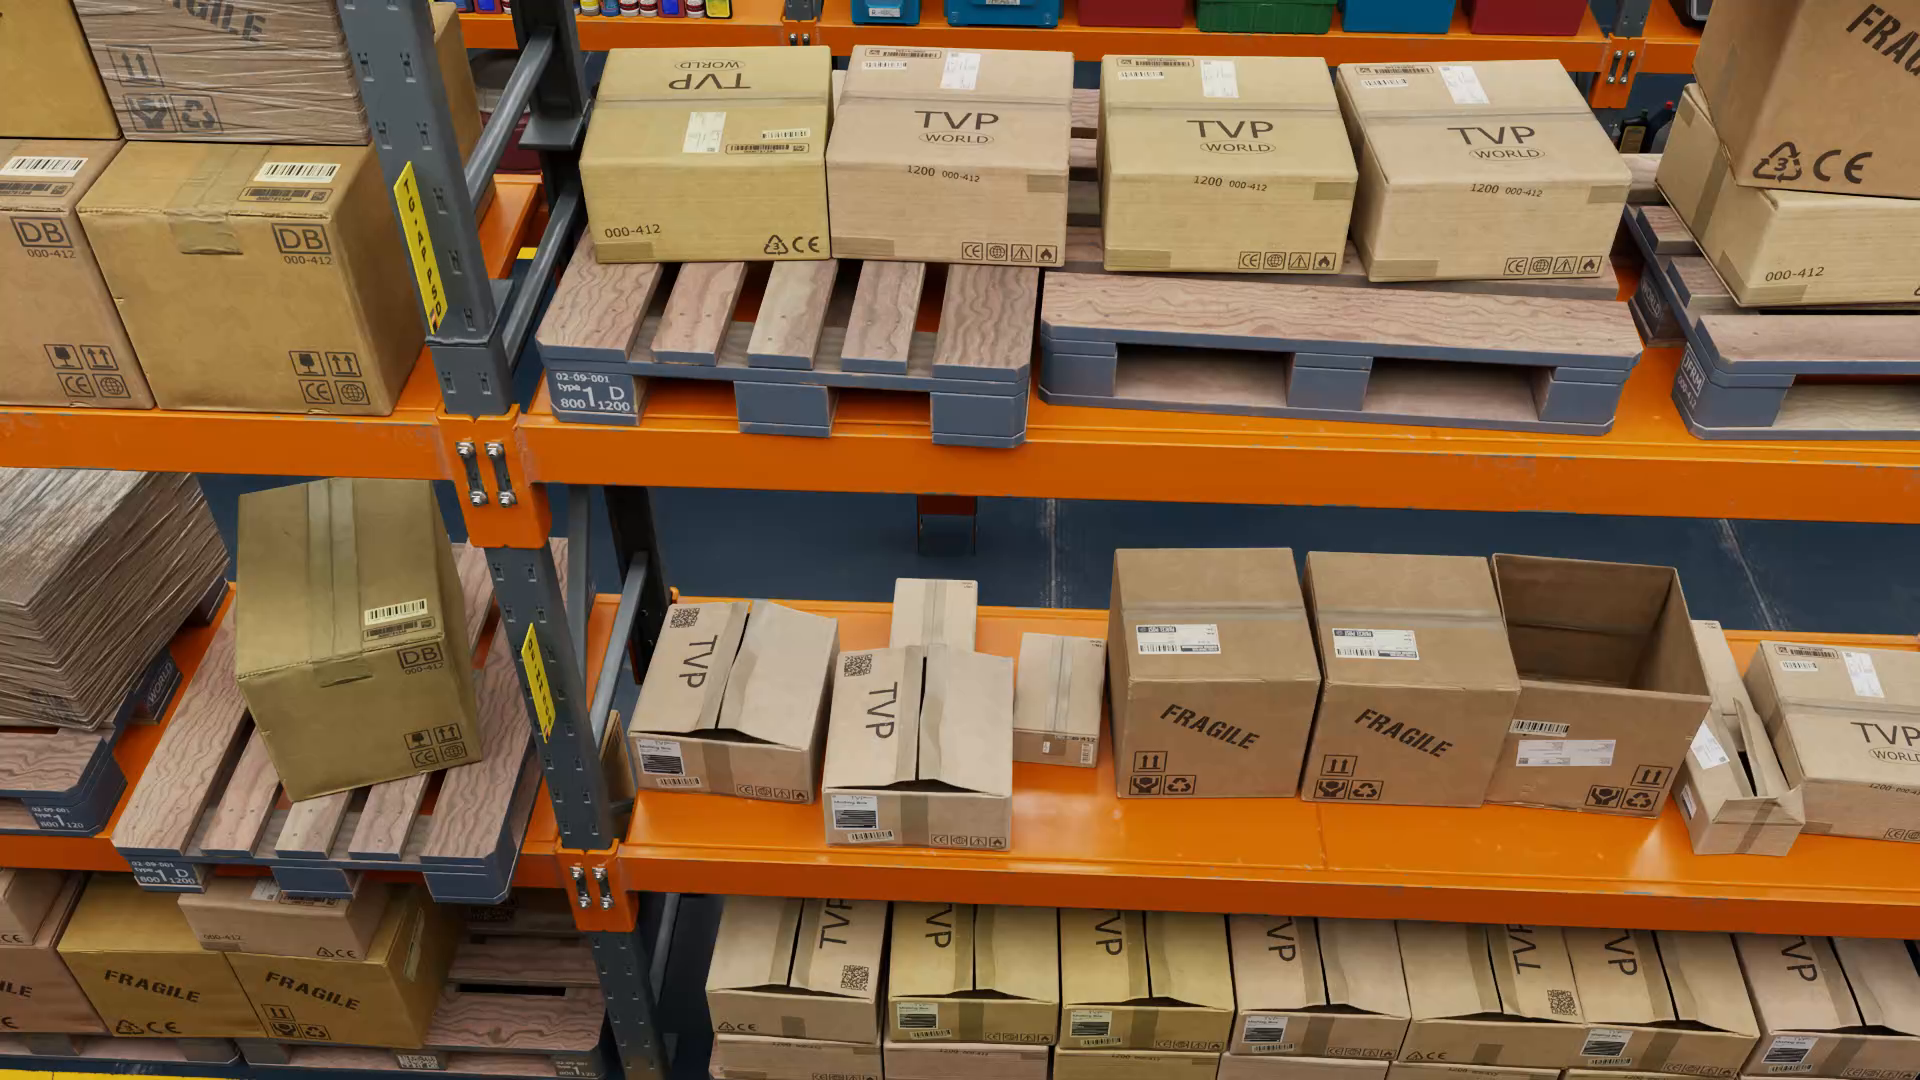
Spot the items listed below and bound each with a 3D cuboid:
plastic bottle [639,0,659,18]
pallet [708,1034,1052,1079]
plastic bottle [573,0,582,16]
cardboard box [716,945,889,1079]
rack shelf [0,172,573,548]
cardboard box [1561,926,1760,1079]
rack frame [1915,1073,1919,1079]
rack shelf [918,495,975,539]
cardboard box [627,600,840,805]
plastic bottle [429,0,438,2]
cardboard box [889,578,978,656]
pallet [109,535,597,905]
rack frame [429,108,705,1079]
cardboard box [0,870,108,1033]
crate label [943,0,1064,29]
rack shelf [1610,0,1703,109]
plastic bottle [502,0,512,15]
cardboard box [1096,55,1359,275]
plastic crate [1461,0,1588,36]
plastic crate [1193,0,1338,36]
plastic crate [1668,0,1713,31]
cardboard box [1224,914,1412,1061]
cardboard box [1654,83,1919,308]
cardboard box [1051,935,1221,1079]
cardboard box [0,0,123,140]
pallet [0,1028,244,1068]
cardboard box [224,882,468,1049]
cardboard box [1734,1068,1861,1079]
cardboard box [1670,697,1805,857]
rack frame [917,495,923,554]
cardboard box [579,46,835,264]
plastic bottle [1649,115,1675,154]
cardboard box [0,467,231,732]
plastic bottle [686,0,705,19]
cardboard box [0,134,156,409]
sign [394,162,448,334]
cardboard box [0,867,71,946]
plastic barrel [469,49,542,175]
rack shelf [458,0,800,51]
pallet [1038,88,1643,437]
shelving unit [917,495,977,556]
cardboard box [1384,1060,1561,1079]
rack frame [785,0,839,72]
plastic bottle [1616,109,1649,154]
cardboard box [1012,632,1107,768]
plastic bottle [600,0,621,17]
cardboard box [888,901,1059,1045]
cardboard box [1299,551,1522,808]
[{"bbox_3d":[-1.532,-2.677,8.154,0.097,0.201,0.097,0,43,0],"label":"plastic bottle"},{"bbox_3d":[-0.170,1.440,5.634,1.213,0.211,1.003,2,43,2],"label":"pallet"},{"bbox_3d":[-1.921,-2.714,8.143,0.097,0.271,0.097,0,43,0],"label":"plastic bottle"},{"bbox_3d":[-0.480,1.437,5.302,0.500,0.250,0.500,2,43,2],"label":"cardboard box"},{"bbox_3d":[-2.988,-0.527,4.028,4.000,0.370,1.077,2,43,2],"label":"rack shelf"},{"bbox_3d":[2.068,1.309,5.027,0.500,0.311,0.500,3,43,3],"label":"cardboard box"},{"bbox_3d":[3.006,0.491,4.608,0.127,3.000,1.000,2,43,2],"label":"rack frame"},{"bbox_3d":[-0.053,-0.175,7.176,0.240,0.259,0.215,2,43,2],"label":"rack shelf"},{"bbox_3d":[-0.629,0.442,4.726,0.500,0.311,0.500,4,43,5],"label":"cardboard box"},{"bbox_3d":[-2.647,-2.729,8.149,0.133,0.283,0.061,2,43,2],"label":"plastic bottle"},{"bbox_3d":[-0.079,0.300,4.997,0.250,0.149,0.380,2,43,2],"label":"cardboard box"},{"bbox_3d":[-1.671,0.465,4.776,1.003,0.211,1.213,2,43,2],"label":"pallet"},{"bbox_3d":[-0.990,0.368,4.739,0.127,3.000,1.000,2,43,2],"label":"rack frame"},{"bbox_3d":[-2.977,1.225,5.331,0.500,0.500,0.500,0,43,0],"label":"cardboard box"},{"bbox_3d":[0.217,-2.803,8.118,0.616,0.435,0.502,2,43,2],"label":"crate label"},{"bbox_3d":[5.230,-2.557,8.408,4.000,0.370,1.077,2,43,2],"label":"rack shelf"},{"bbox_3d":[-2.213,-2.698,8.176,0.097,0.201,0.097,0,43,0],"label":"plastic bottle"},{"bbox_3d":[0.561,-0.823,3.620,0.500,0.250,0.500,1,43,1],"label":"cardboard box"},{"bbox_3d":[2.735,-2.712,7.999,0.583,0.464,0.402,2,43,2],"label":"plastic crate"},{"bbox_3d":[1.480,-2.665,8.152,0.662,0.188,0.450,2,43,2],"label":"plastic crate"},{"bbox_3d":[3.750,-2.756,8.139,0.504,0.338,0.767,2,43,2],"label":"plastic crate"},{"bbox_3d":[1.068,1.275,5.064,0.500,0.311,0.500,1,43,1],"label":"cardboard box"},{"bbox_3d":[1.842,-0.746,3.537,0.500,0.250,0.500,-2,43,-2],"label":"cardboard box"},{"bbox_3d":[0.541,1.463,5.273,0.500,0.250,0.500,1,43,1],"label":"cardboard box"},{"bbox_3d":[-1.935,-1.165,3.378,0.500,0.500,0.500,2,43,2],"label":"cardboard box"},{"bbox_3d":[-2.950,1.301,5.784,1.213,0.211,1.003,2,43,2],"label":"pallet"},{"bbox_3d":[-1.935,1.253,5.301,0.500,0.500,0.500,3,43,4],"label":"cardboard box"},{"bbox_3d":[2.578,1.528,5.204,0.500,0.250,0.500,1,43,1],"label":"cardboard box"},{"bbox_3d":[2.119,0.638,4.548,0.258,0.266,0.396,1,43,1],"label":"cardboard box"},{"bbox_3d":[-0.175,-0.390,6.983,0.008,1.050,0.200,2,43,2],"label":"rack frame"},{"bbox_3d":[-0.535,-0.853,3.651,0.500,0.250,0.500,-1,43,-1],"label":"cardboard box"},{"bbox_3d":[3.882,-2.152,9.065,0.185,0.351,0.144,2,43,2],"label":"plastic bottle"},{"bbox_3d":[-2.530,0.077,4.670,0.500,0.500,0.700,9,44,10],"label":"cardboard box"},{"bbox_3d":[-1.301,-2.670,8.146,0.097,0.201,0.097,0,43,0],"label":"plastic bottle"},{"bbox_3d":[-1.937,-0.772,3.690,0.500,0.500,0.910,2,43,2],"label":"cardboard box"},{"bbox_3d":[-1.017,-0.549,3.144,0.005,0.325,0.100,2,43,2],"label":"sign"},{"bbox_3d":[-3.014,0.951,5.075,0.500,0.250,0.500,1,43,1],"label":"cardboard box"},{"bbox_3d":[-2.381,-2.314,9.080,0.708,0.588,0.600,2,43,2],"label":"plastic barrel"},{"bbox_3d":[-2.761,-2.803,8.671,4.000,0.370,1.077,2,43,2],"label":"rack shelf"},{"bbox_3d":[0.809,-0.668,3.790,1.213,0.211,1.003,4,43,4],"label":"pallet"},{"bbox_3d":[-0.053,-0.386,6.979,0.252,1.050,0.215,2,43,2],"label":"shelving unit"},{"bbox_3d":[1.562,1.496,5.238,0.500,0.250,0.500,3,43,3],"label":"cardboard box"},{"bbox_3d":[-0.763,-3.005,8.360,0.127,3.000,1.000,2,43,2],"label":"rack frame"},{"bbox_3d":[3.728,-2.259,9.229,0.133,0.283,0.061,4,43,4],"label":"plastic bottle"},{"bbox_3d":[0.286,0.461,4.824,0.250,0.149,0.380,5,43,5],"label":"cardboard box"},{"bbox_3d":[-1.726,-2.708,8.137,0.097,0.271,0.097,0,43,0],"label":"plastic bottle"},{"bbox_3d":[0.045,1.242,5.099,0.500,0.311,0.500,1,43,1],"label":"cardboard box"},{"bbox_3d":[1.213,0.388,4.645,0.500,0.500,0.500,2,43,2],"label":"cardboard box"}]
